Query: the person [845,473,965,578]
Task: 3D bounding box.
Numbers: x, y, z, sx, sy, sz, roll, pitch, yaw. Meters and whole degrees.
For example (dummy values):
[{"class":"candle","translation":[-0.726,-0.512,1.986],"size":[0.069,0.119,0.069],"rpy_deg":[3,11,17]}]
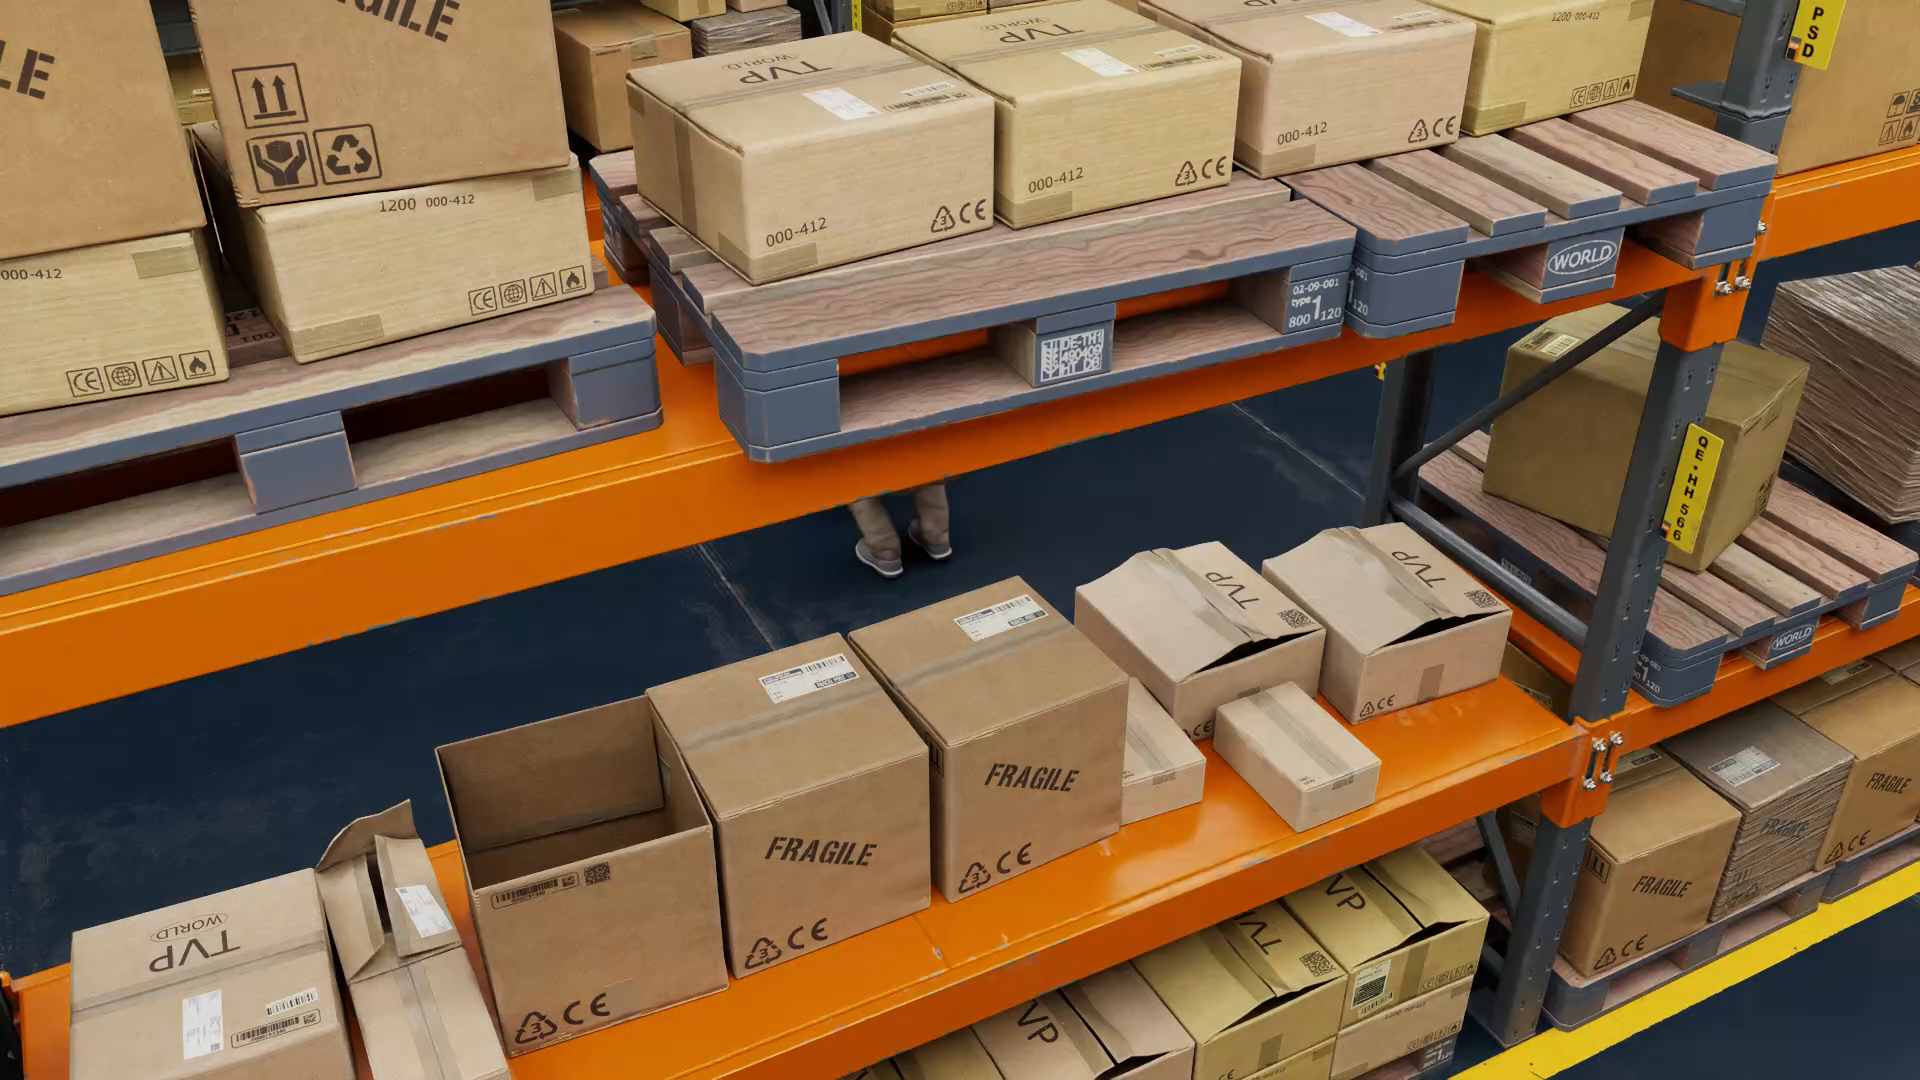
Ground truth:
[{"class":"person","translation":[-0.317,-0.441,7.371],"size":[0.573,1.155,0.813],"rpy_deg":[-16,36,-23]}]
